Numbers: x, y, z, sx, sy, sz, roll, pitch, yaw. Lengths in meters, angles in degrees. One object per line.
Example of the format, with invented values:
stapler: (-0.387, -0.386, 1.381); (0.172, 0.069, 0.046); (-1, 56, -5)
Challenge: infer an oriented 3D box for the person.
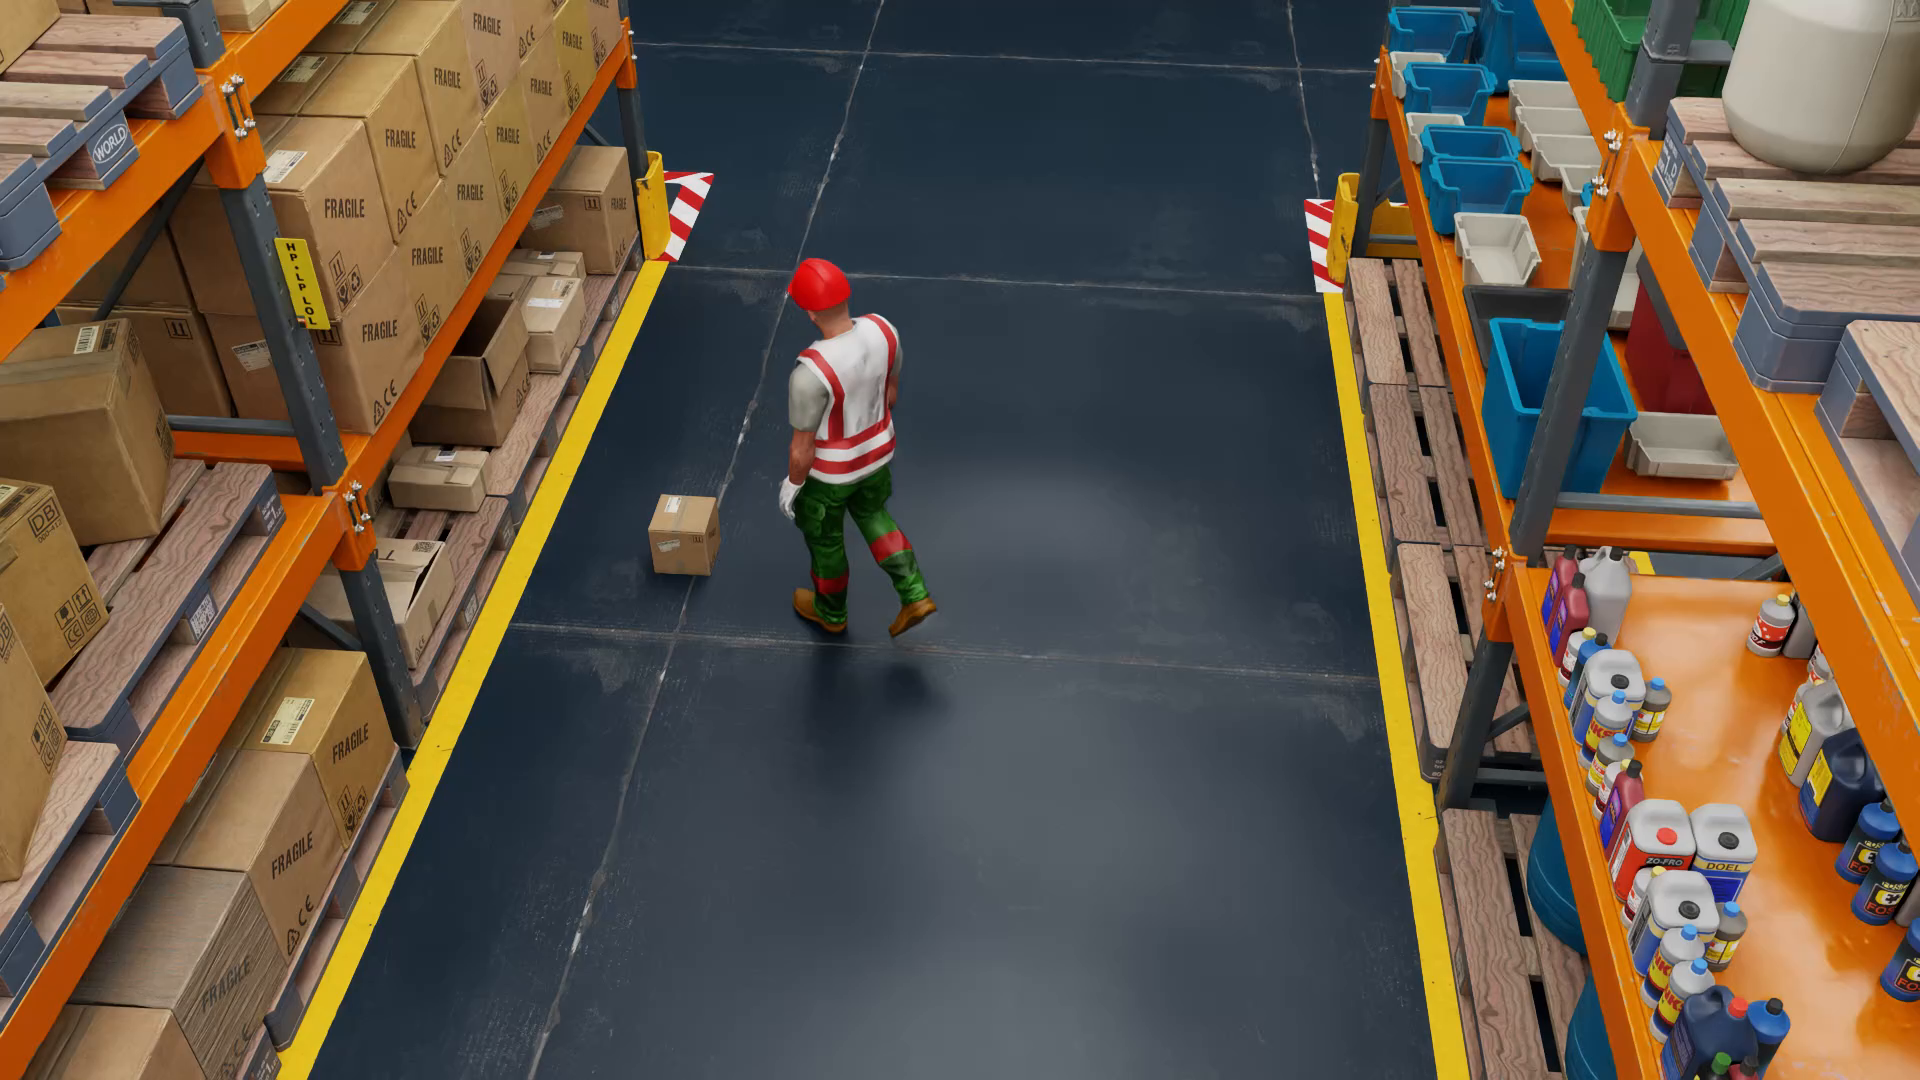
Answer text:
person: (-0.434, -0.289, 6.471); (0.570, 1.778, 0.699); (-30, 48, -31)
